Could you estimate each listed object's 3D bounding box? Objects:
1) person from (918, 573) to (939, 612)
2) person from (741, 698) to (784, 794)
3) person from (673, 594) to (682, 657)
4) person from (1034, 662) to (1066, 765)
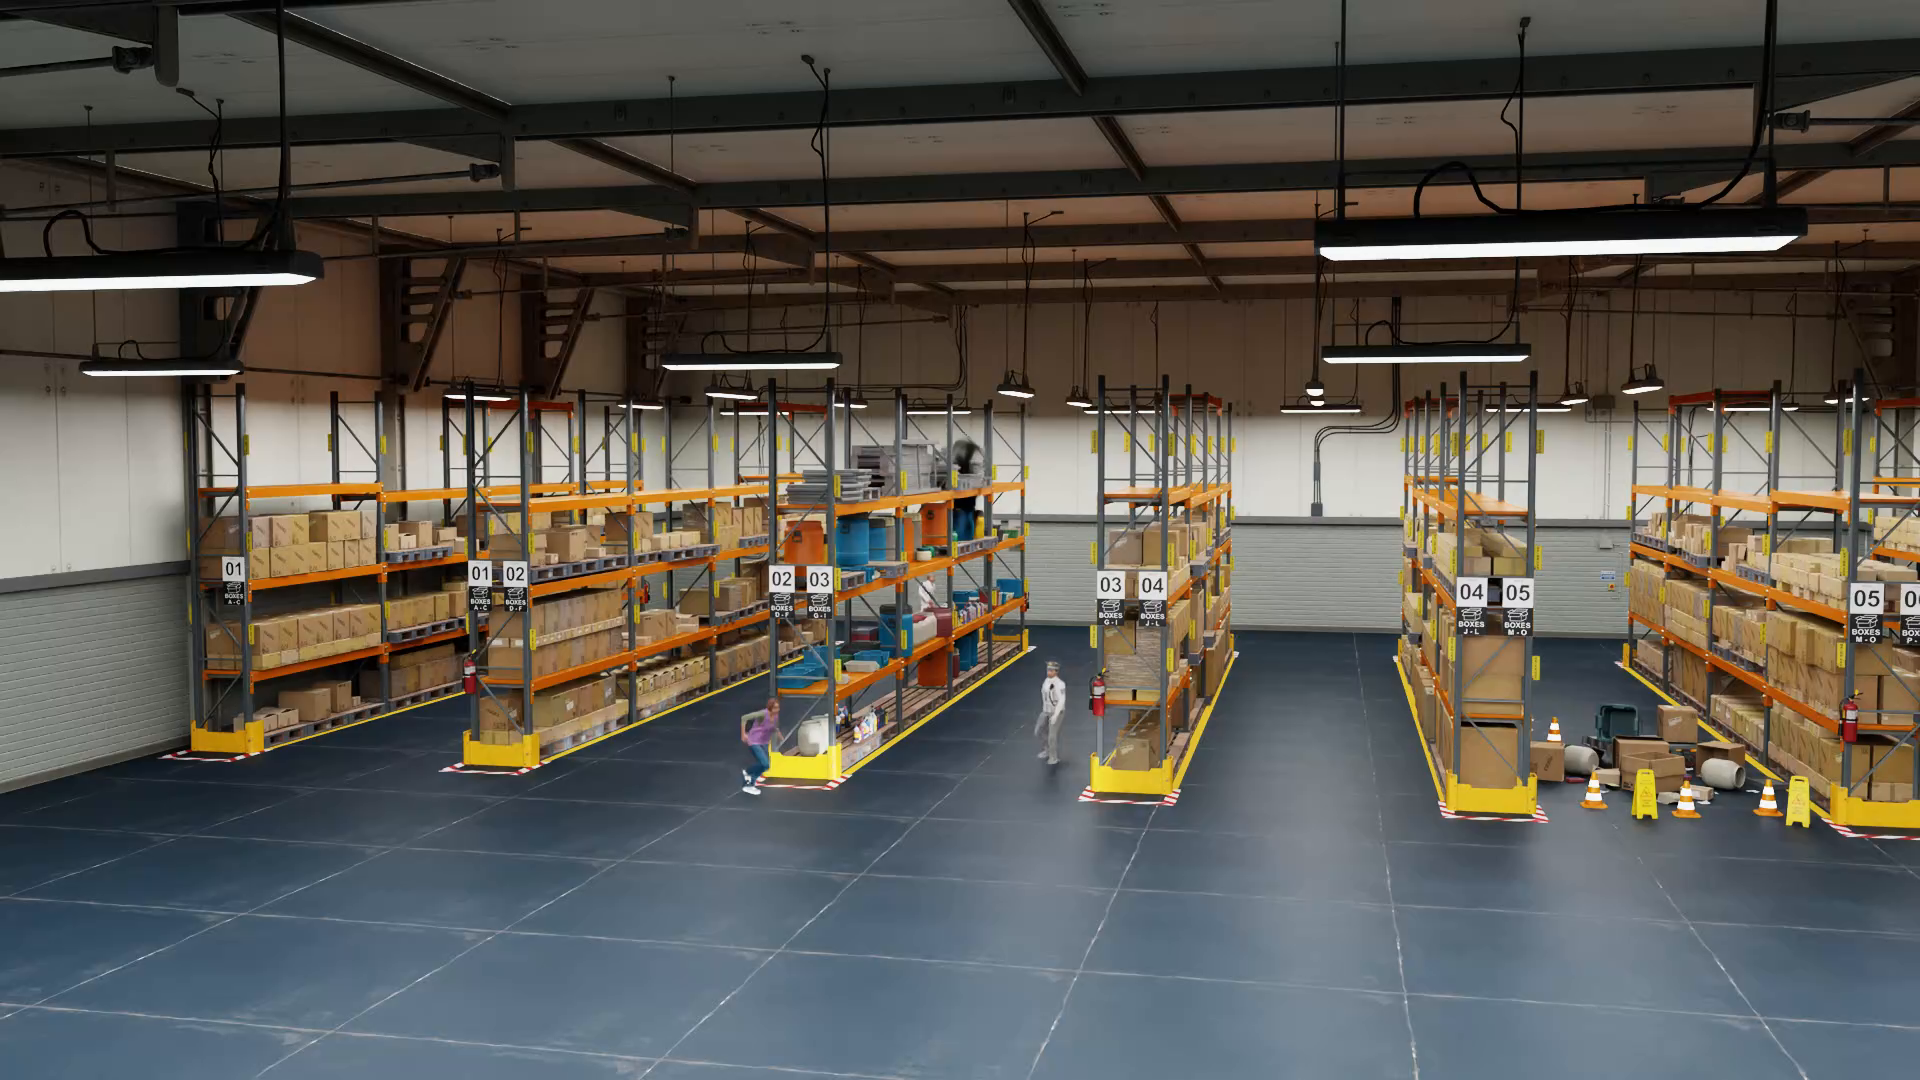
[{"bbox_3d":[-0.894,1.696,43.085,0.638,1.706,0.741,1,3,18],"label":"person"},{"bbox_3d":[-2.838,2.942,23.666,0.761,1.429,0.562,3,4,39],"label":"person"},{"bbox_3d":[-6.352,2.013,37.662,0.562,1.631,0.621,0,3,8],"label":"person"},{"bbox_3d":[1.426,2.715,26.043,0.449,1.679,0.720,-2,4,-37],"label":"person"}]
